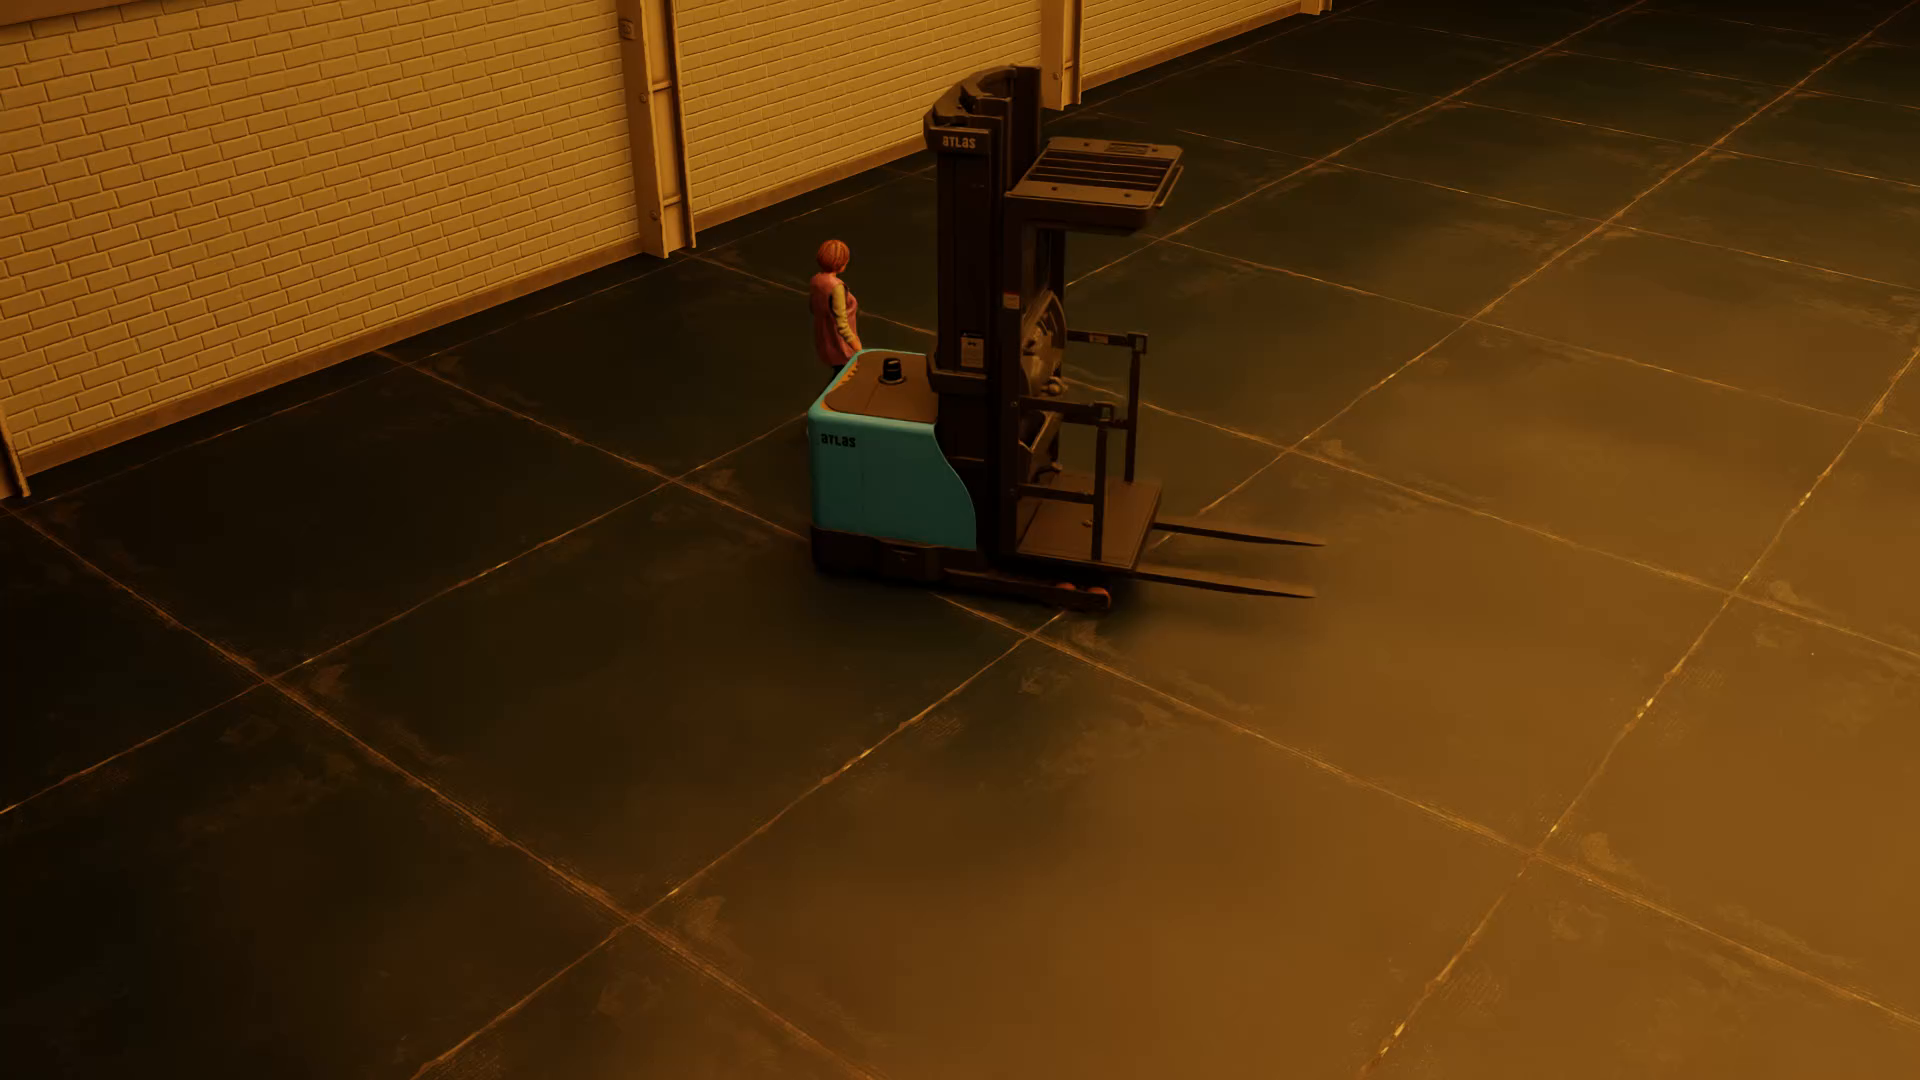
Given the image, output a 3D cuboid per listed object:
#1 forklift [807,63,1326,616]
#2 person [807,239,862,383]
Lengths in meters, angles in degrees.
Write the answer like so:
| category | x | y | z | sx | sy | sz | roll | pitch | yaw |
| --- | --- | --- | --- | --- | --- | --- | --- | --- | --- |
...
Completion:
| category | x | y | z | sx | sy | sz | roll | pitch | yaw |
| --- | --- | --- | --- | --- | --- | --- | --- | --- | --- |
| forklift | 0.669 | -1.121 | 9.513 | 3.031 | 2.935 | 1.130 | 8 | 31 | 14 |
| person | -0.761 | -1.321 | 11.310 | 0.453 | 1.489 | 0.767 | -15 | 34 | -24 |
